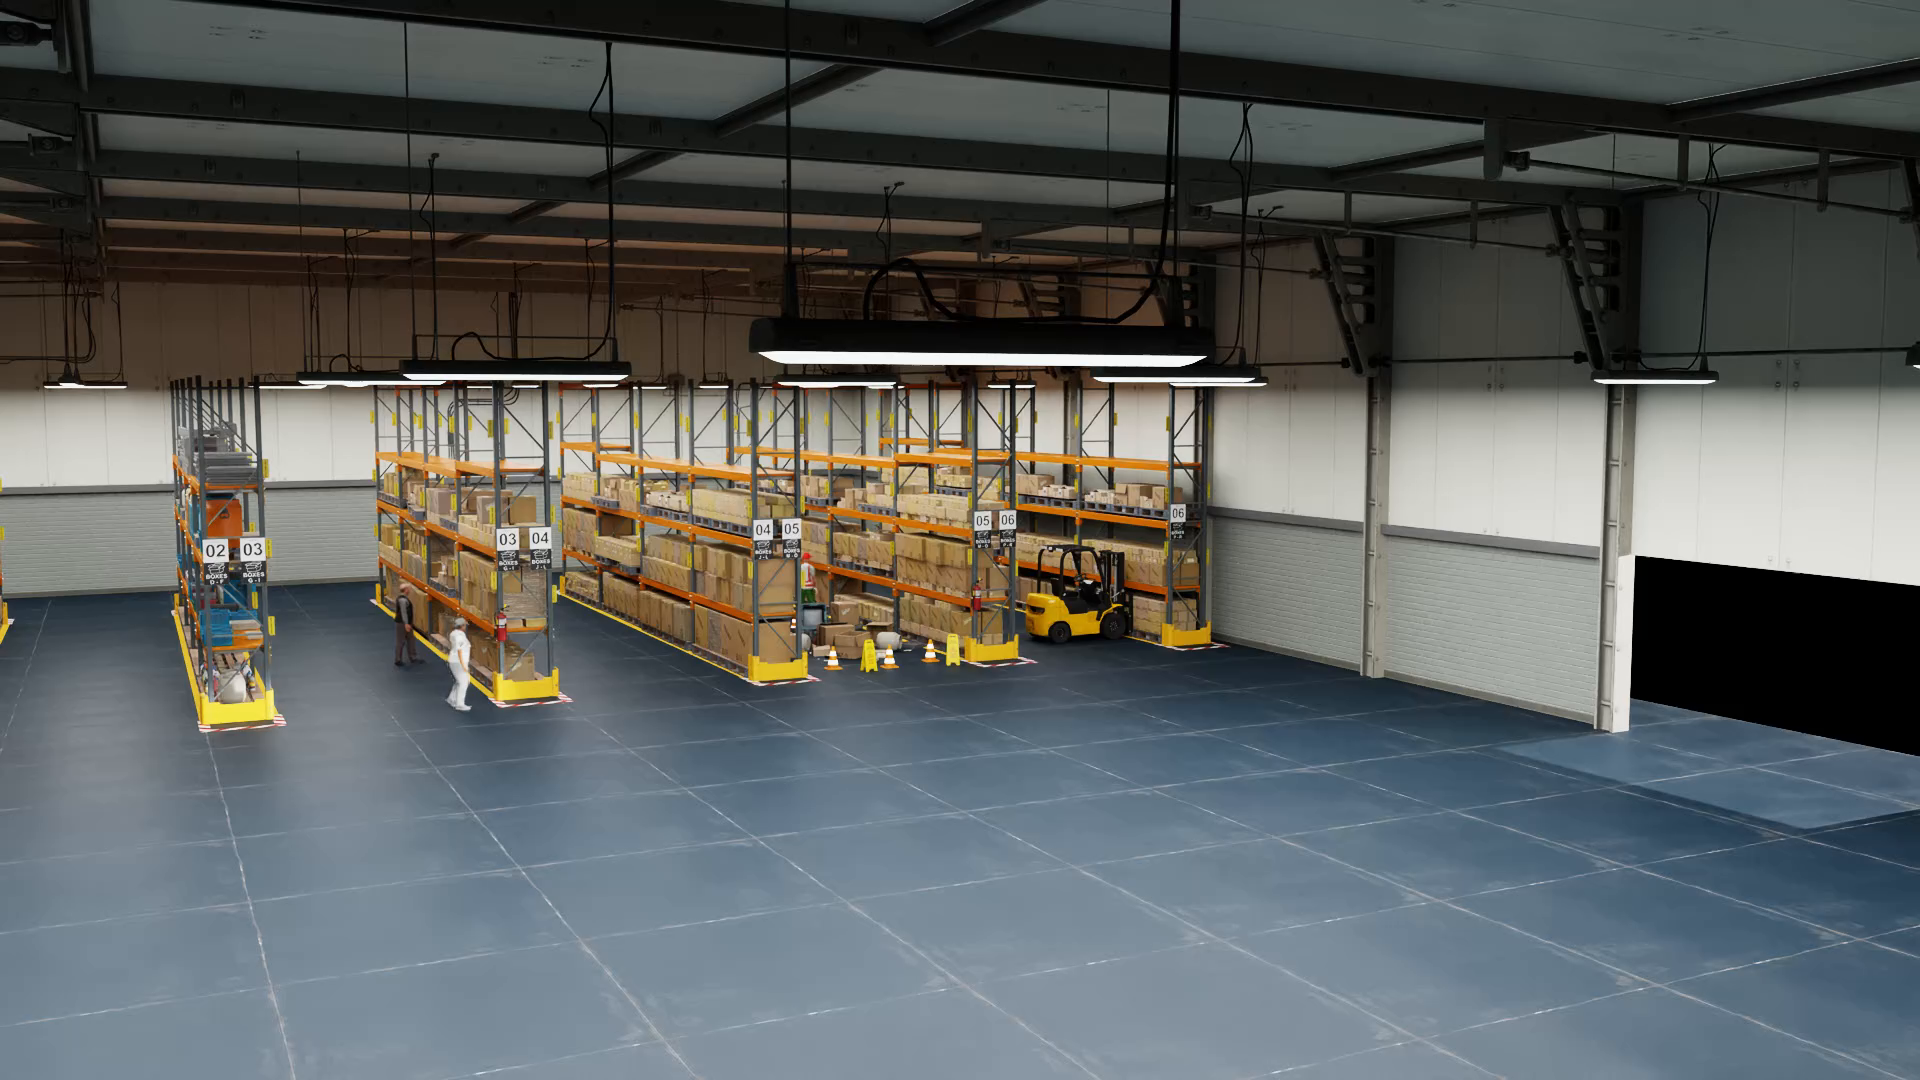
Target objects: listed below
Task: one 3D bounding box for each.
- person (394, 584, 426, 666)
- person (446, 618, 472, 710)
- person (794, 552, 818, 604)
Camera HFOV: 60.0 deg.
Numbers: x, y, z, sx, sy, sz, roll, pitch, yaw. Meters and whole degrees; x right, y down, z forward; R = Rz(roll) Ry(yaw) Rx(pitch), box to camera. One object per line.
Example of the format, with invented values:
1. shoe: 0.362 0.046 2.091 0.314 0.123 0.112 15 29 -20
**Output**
1. person: -11.597 1.814 34.915 0.577 1.624 0.569 0 5 -2
2. person: -9.077 2.241 30.063 0.461 1.683 0.562 -1 5 -15
3. person: -3.795 1.195 41.029 0.583 1.791 0.589 0 5 0
